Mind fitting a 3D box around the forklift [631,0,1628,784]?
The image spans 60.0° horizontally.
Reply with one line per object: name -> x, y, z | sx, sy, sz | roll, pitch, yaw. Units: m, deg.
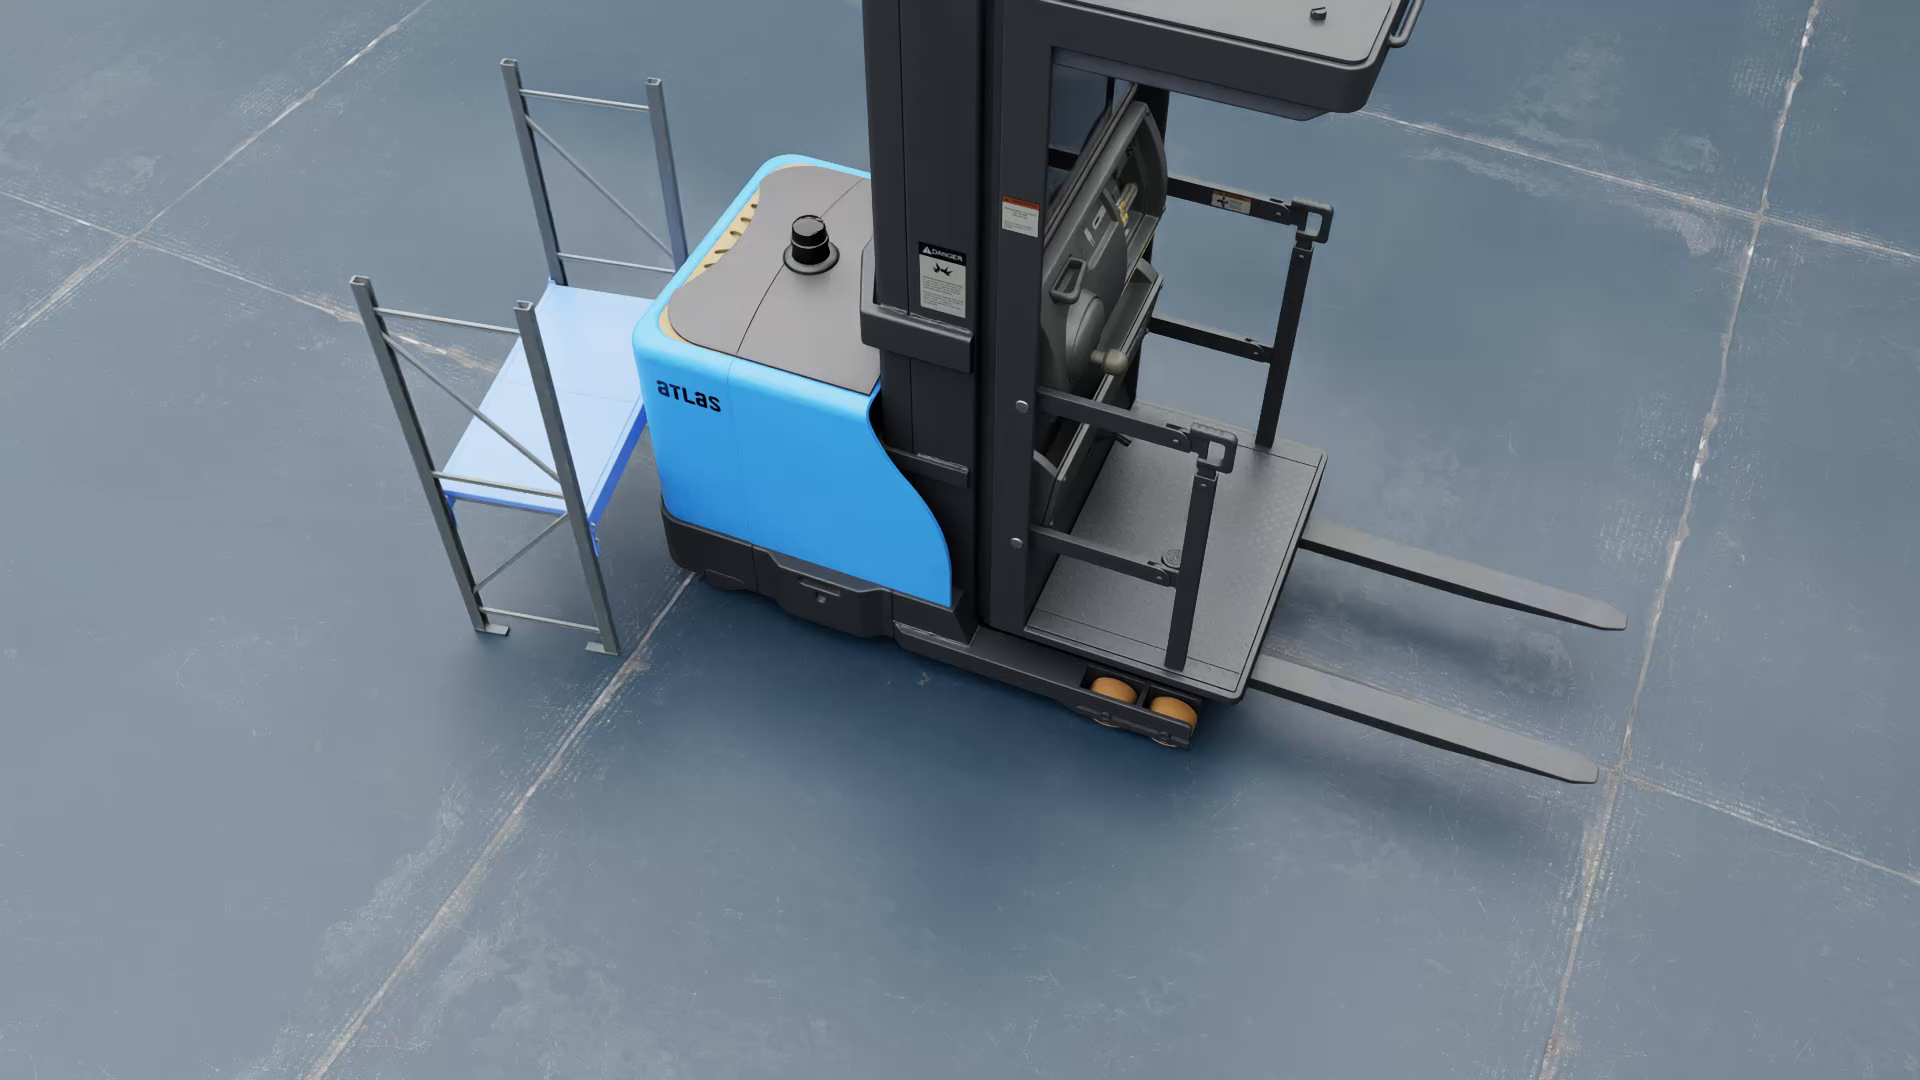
forklift -> 0.583, -0.768, 4.479 | 3.031, 2.935, 1.130 | 17, 52, 14

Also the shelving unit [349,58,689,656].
shelving unit -> -1.247, -0.537, 5.220 | 0.538, 1.500, 1.048 | 10, 50, 8

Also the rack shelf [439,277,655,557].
rack shelf -> -1.248, -0.420, 5.357 | 0.538, 0.185, 1.000 | 10, 50, 8

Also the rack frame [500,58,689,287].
rack frame -> -1.139, -0.915, 5.542 | 0.500, 1.500, 0.032 | 10, 50, 8

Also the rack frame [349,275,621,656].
rack frame -> -1.355, -0.158, 4.898 | 0.500, 1.500, 0.032 | 10, 50, 8
